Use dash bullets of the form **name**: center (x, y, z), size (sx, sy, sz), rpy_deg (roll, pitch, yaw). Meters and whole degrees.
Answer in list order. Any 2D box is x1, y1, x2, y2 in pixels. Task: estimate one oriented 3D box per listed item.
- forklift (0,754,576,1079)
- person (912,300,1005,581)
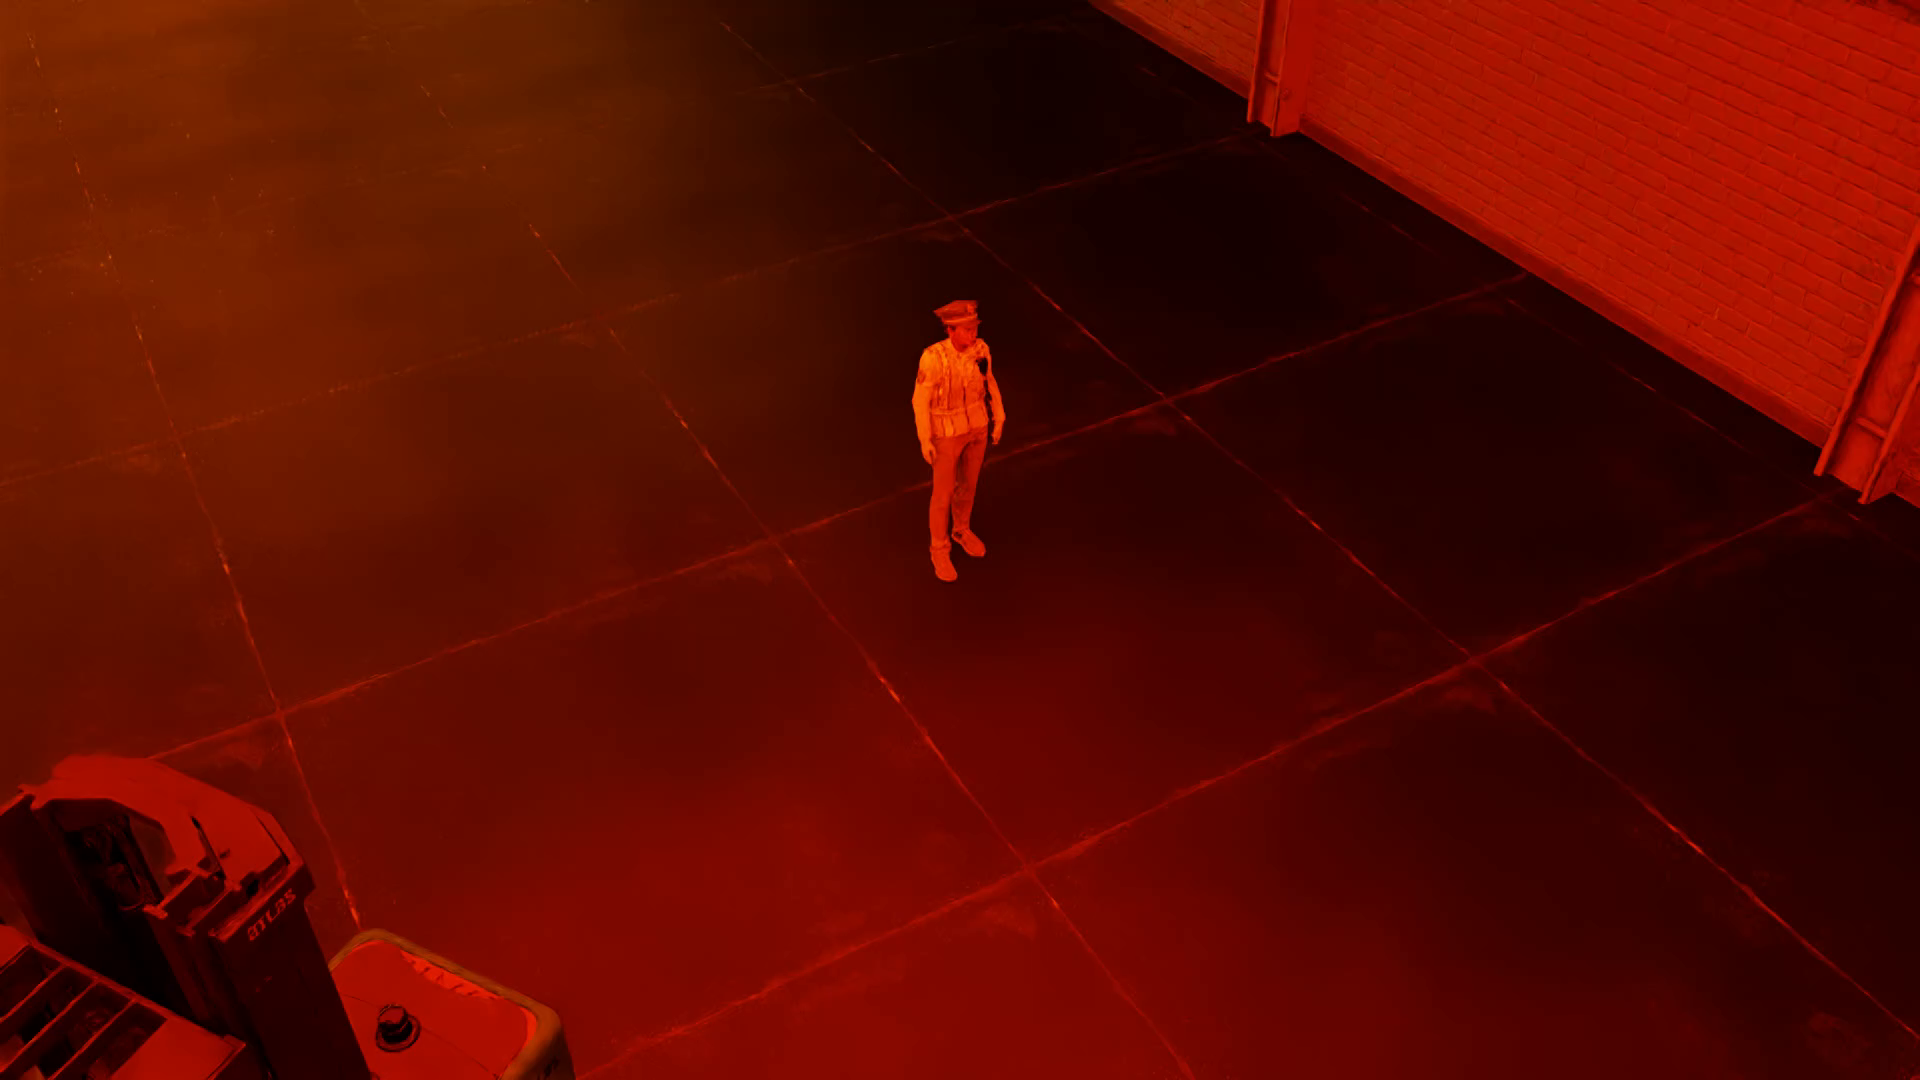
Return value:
- **forklift**: center (-2.642, 2.237, 5.339), size (1.130, 2.935, 3.031), rpy_deg (18, 43, 20)
- **person**: center (0.028, -0.618, 9.738), size (0.586, 1.695, 0.533), rpy_deg (-20, 44, -23)
